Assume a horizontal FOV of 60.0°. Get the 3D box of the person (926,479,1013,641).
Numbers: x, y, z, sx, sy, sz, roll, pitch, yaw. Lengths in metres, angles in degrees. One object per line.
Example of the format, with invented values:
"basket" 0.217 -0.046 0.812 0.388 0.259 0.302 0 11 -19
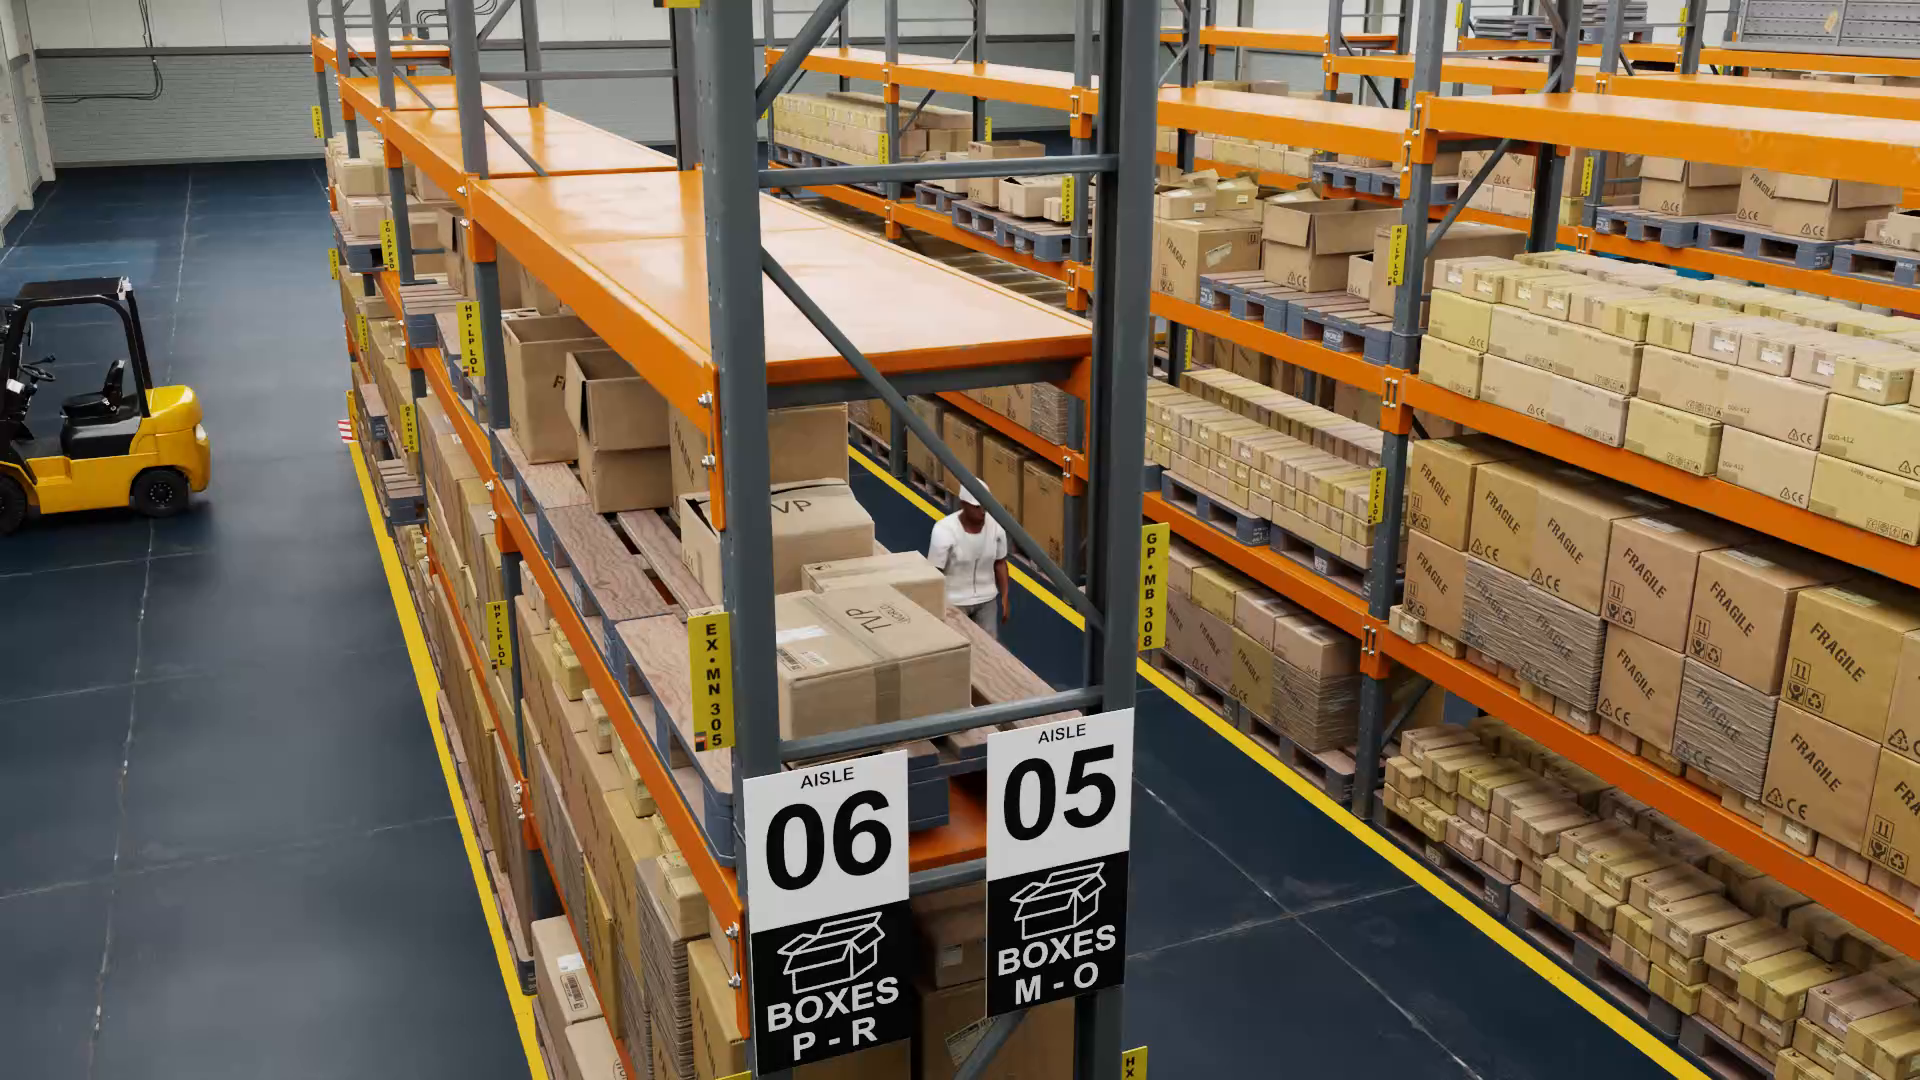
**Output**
"person" 0.069 0.426 11.277 0.628 1.761 0.457 -8 20 -22
